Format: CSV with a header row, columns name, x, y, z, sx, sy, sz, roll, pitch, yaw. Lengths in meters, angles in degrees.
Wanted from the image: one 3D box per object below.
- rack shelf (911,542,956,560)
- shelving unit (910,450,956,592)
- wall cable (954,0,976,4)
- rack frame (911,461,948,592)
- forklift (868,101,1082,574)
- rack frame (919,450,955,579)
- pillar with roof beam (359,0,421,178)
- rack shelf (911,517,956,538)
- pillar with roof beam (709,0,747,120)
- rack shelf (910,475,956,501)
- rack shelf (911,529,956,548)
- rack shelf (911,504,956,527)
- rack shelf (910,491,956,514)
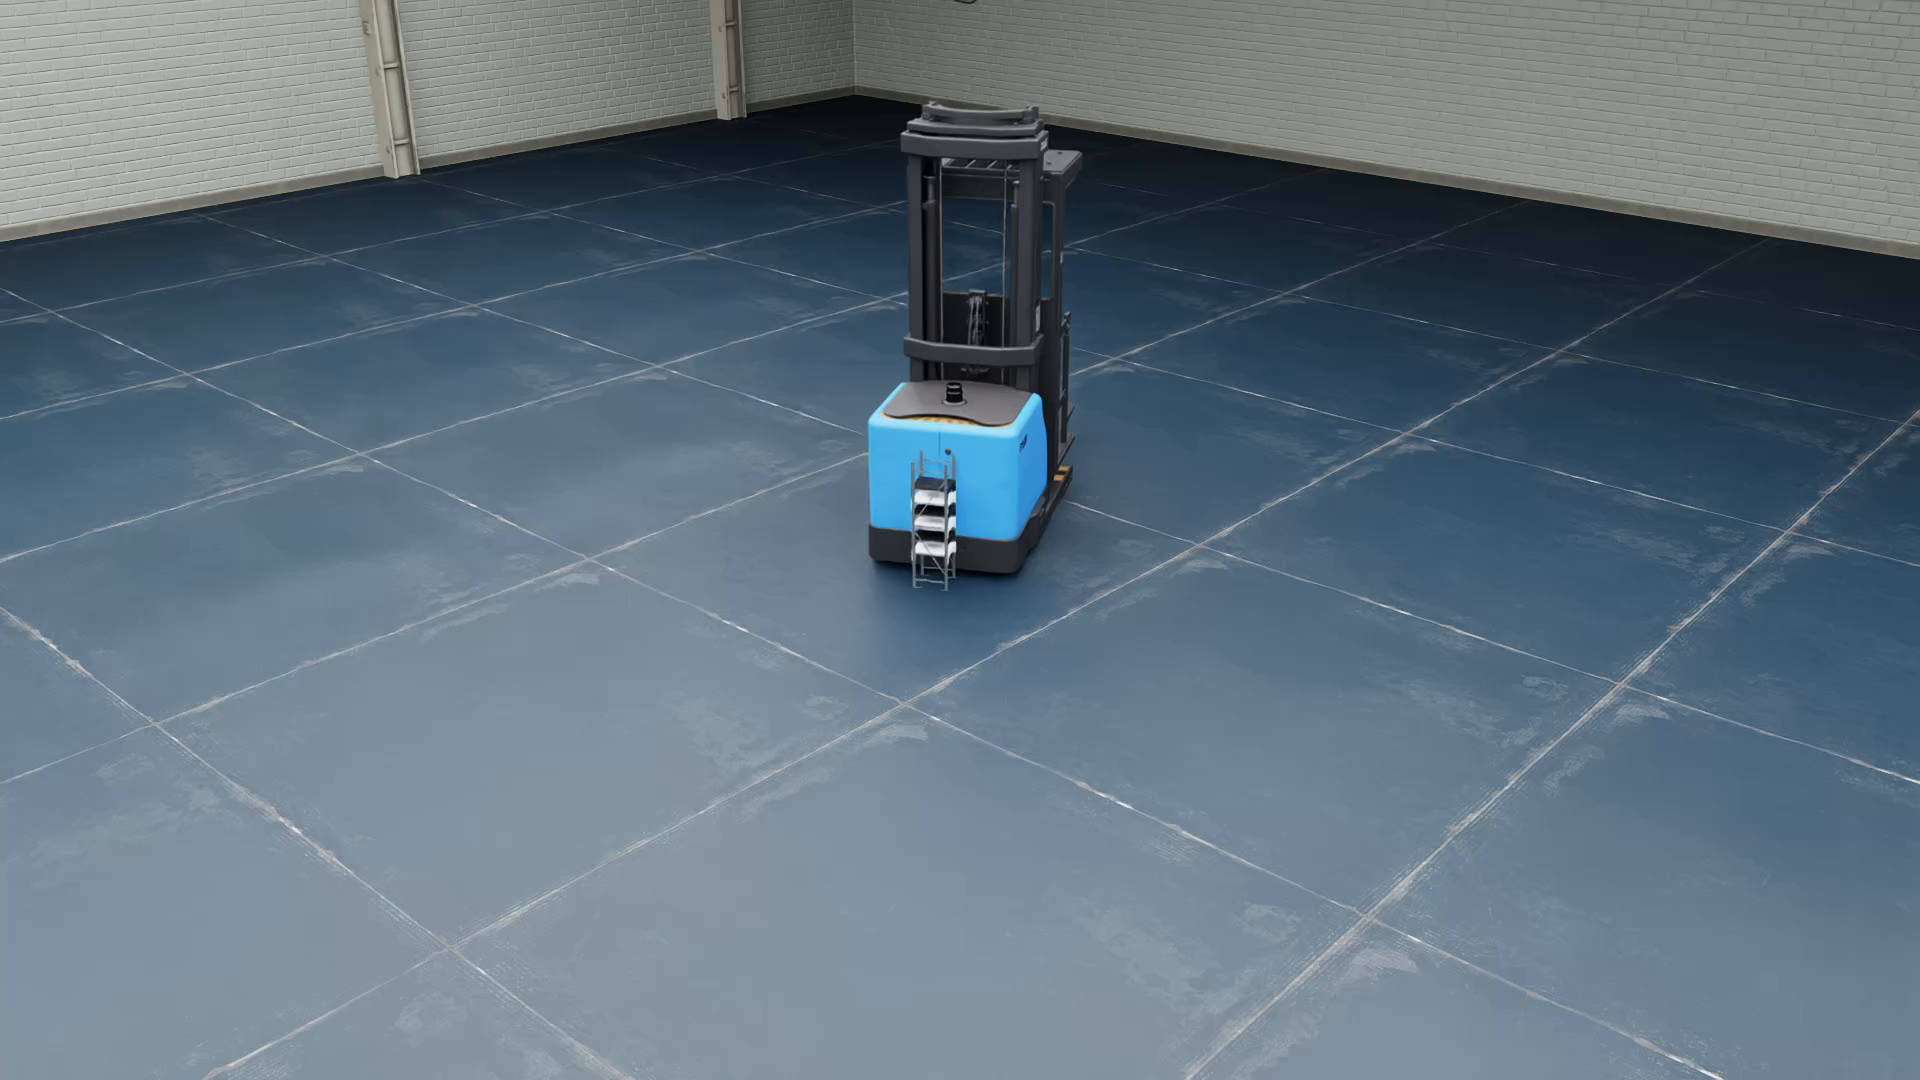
name,x,y,z,sx,sy,sz,roll,pitch,yaw
rack shelf,-0.173,0.073,11.010,0.258,0.077,0.200,6,25,13
shelving unit,-0.173,-0.122,10.922,0.258,0.900,0.210,6,25,13
wall cable,-0.773,-10.115,27.107,3.097,2.526,0.112,20,31,38
rack frame,-0.198,-0.082,10.833,0.240,0.900,0.006,6,25,13
forklift,0.237,-1.691,11.940,1.130,2.935,3.031,6,25,13
rack frame,-0.148,-0.162,11.012,0.240,0.900,0.006,6,25,13
pillar with roof beam,-4.523,-7.992,18.576,9.100,9.000,0.400,20,31,38
rack shelf,-0.173,-0.092,10.936,0.258,0.077,0.200,6,25,13
pillar with roof beam,-0.518,-9.820,22.653,9.100,9.000,0.400,20,31,38
rack shelf,-0.173,-0.338,10.826,0.258,0.077,0.200,6,25,13
rack shelf,-0.173,-0.010,10.973,0.258,0.077,0.200,6,25,13
rack shelf,-0.173,-0.174,10.899,0.258,0.077,0.200,6,25,13
rack shelf,-0.173,-0.256,10.862,0.258,0.077,0.200,6,25,13
